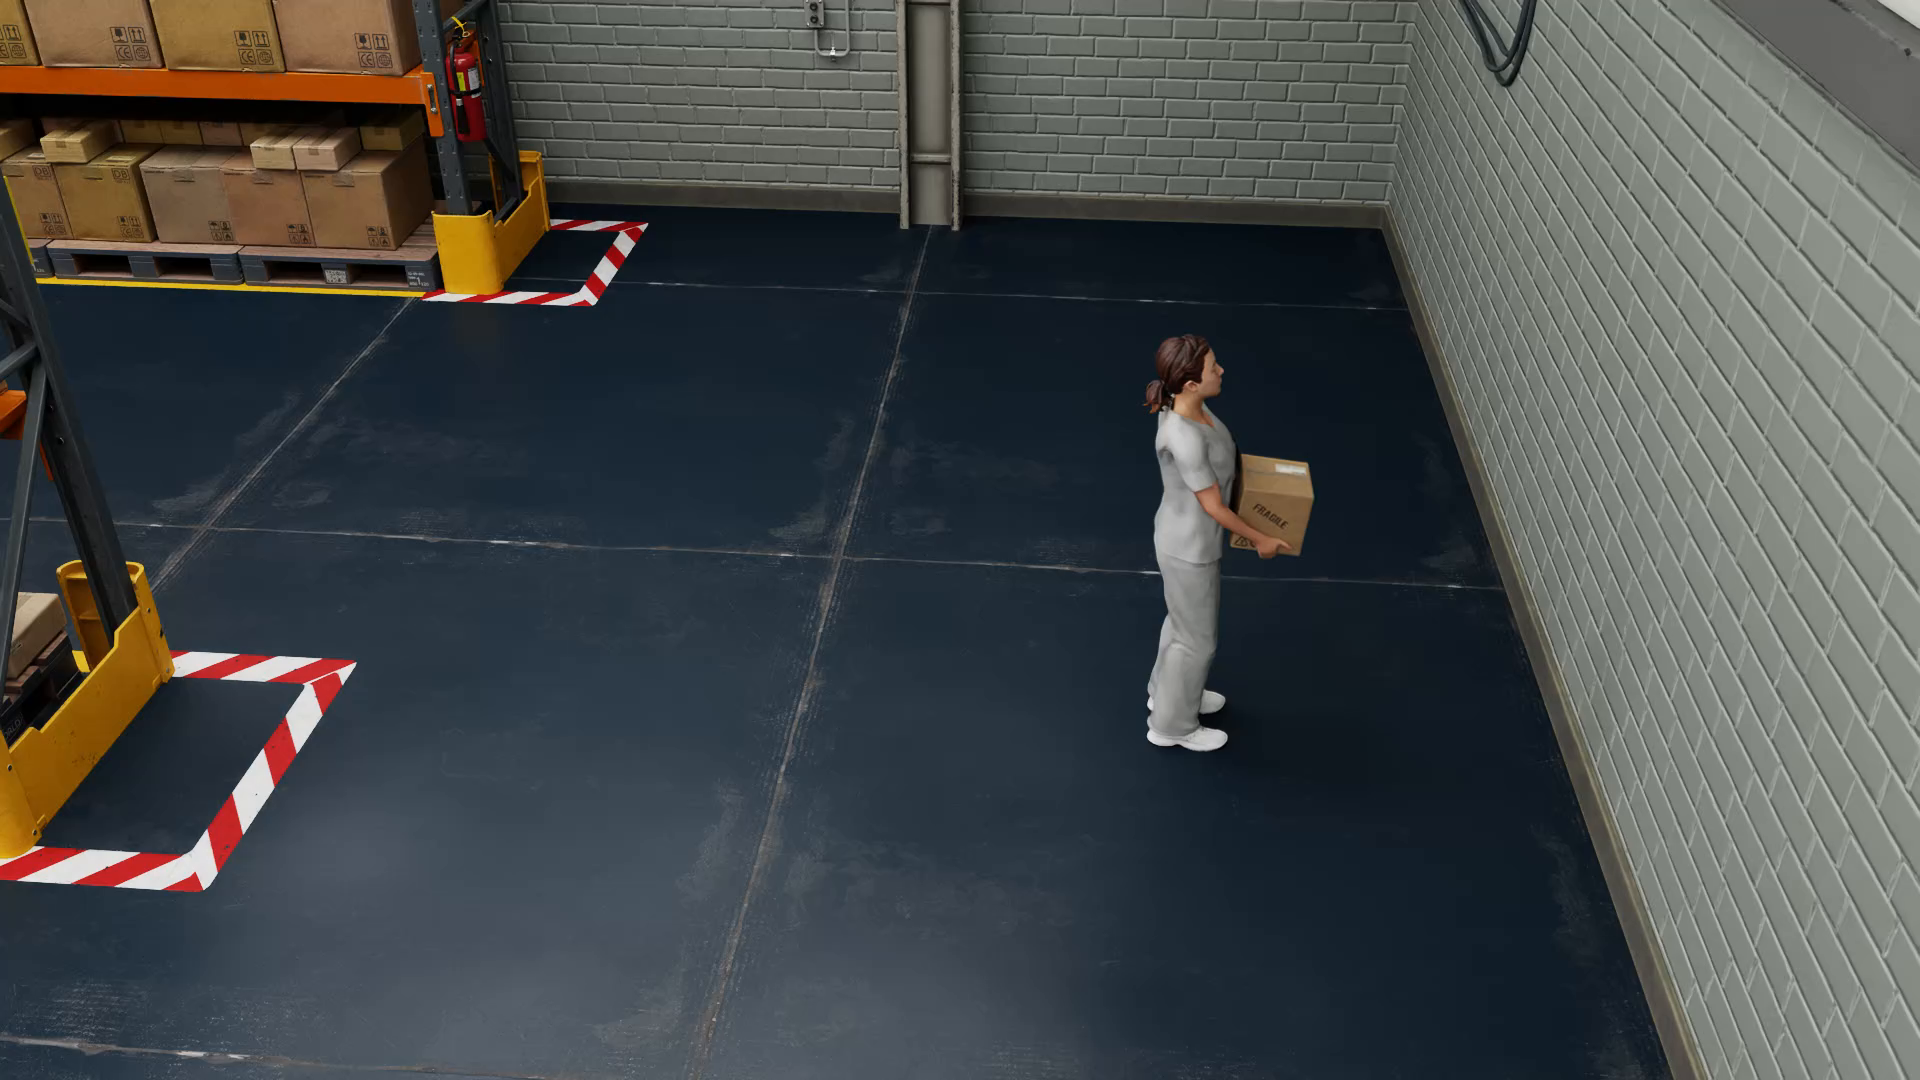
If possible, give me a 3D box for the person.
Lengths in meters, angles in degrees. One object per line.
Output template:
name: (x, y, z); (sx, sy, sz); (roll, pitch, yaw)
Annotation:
person: (0.918, 0.018, 6.120); (0.559, 1.662, 0.438); (3, 32, 4)
